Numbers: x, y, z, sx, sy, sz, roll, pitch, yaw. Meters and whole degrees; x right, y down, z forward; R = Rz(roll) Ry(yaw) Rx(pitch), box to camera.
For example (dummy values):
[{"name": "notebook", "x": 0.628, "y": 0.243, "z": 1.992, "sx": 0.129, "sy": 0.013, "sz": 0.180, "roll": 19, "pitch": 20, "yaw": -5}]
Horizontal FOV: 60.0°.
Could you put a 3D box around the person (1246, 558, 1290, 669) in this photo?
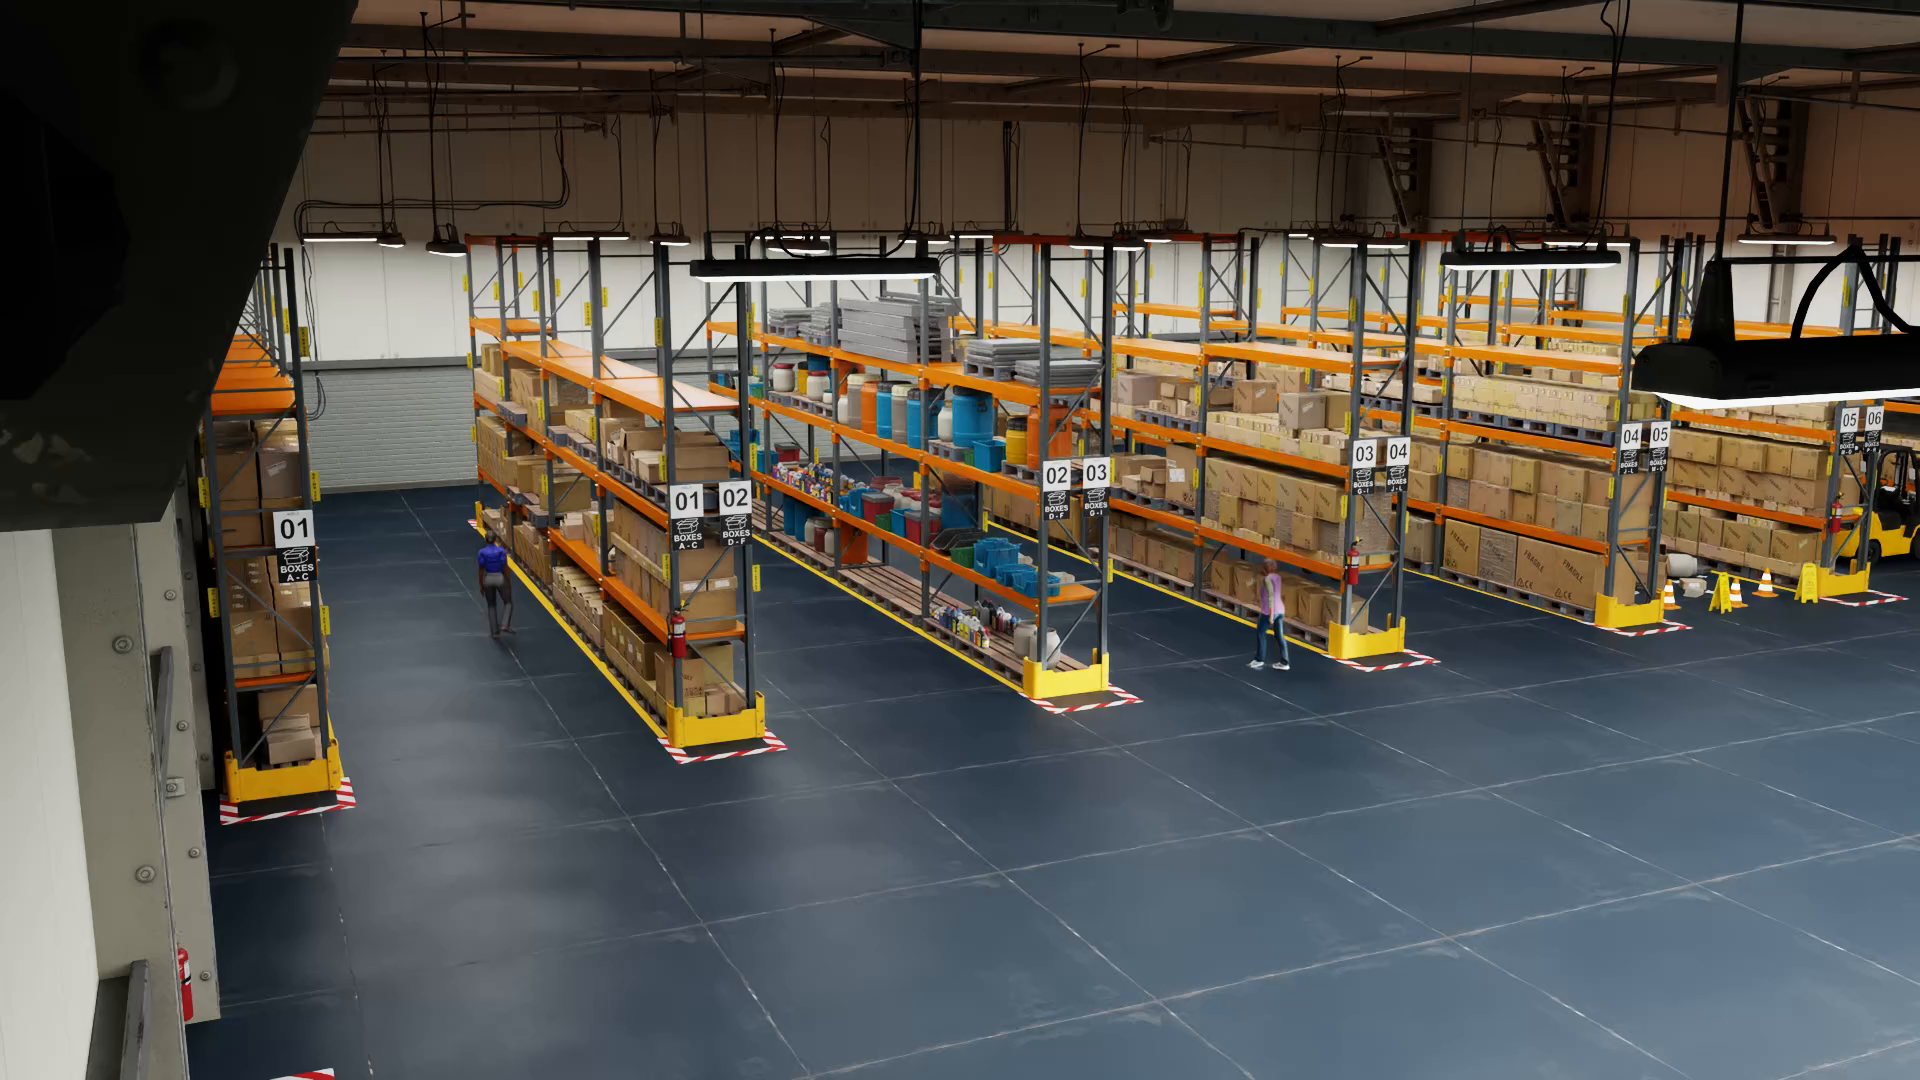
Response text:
[{"name": "person", "x": 4.443, "y": 1.060, "z": 23.571, "sx": 0.431, "sy": 1.613, "sz": 0.636, "roll": -10, "pitch": 15, "yaw": -42}]

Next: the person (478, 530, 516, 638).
[{"name": "person", "x": -7.058, "y": 0.688, "z": 25.295, "sx": 0.516, "sy": 1.641, "sz": 0.481, "roll": -2, "pitch": 11, "yaw": -10}]

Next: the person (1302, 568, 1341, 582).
[{"name": "person", "x": 6.444, "y": -0.138, "z": 29.366, "sx": 0.644, "sy": 1.663, "sz": 1.076, "roll": -3, "pitch": 11, "yaw": -15}]
